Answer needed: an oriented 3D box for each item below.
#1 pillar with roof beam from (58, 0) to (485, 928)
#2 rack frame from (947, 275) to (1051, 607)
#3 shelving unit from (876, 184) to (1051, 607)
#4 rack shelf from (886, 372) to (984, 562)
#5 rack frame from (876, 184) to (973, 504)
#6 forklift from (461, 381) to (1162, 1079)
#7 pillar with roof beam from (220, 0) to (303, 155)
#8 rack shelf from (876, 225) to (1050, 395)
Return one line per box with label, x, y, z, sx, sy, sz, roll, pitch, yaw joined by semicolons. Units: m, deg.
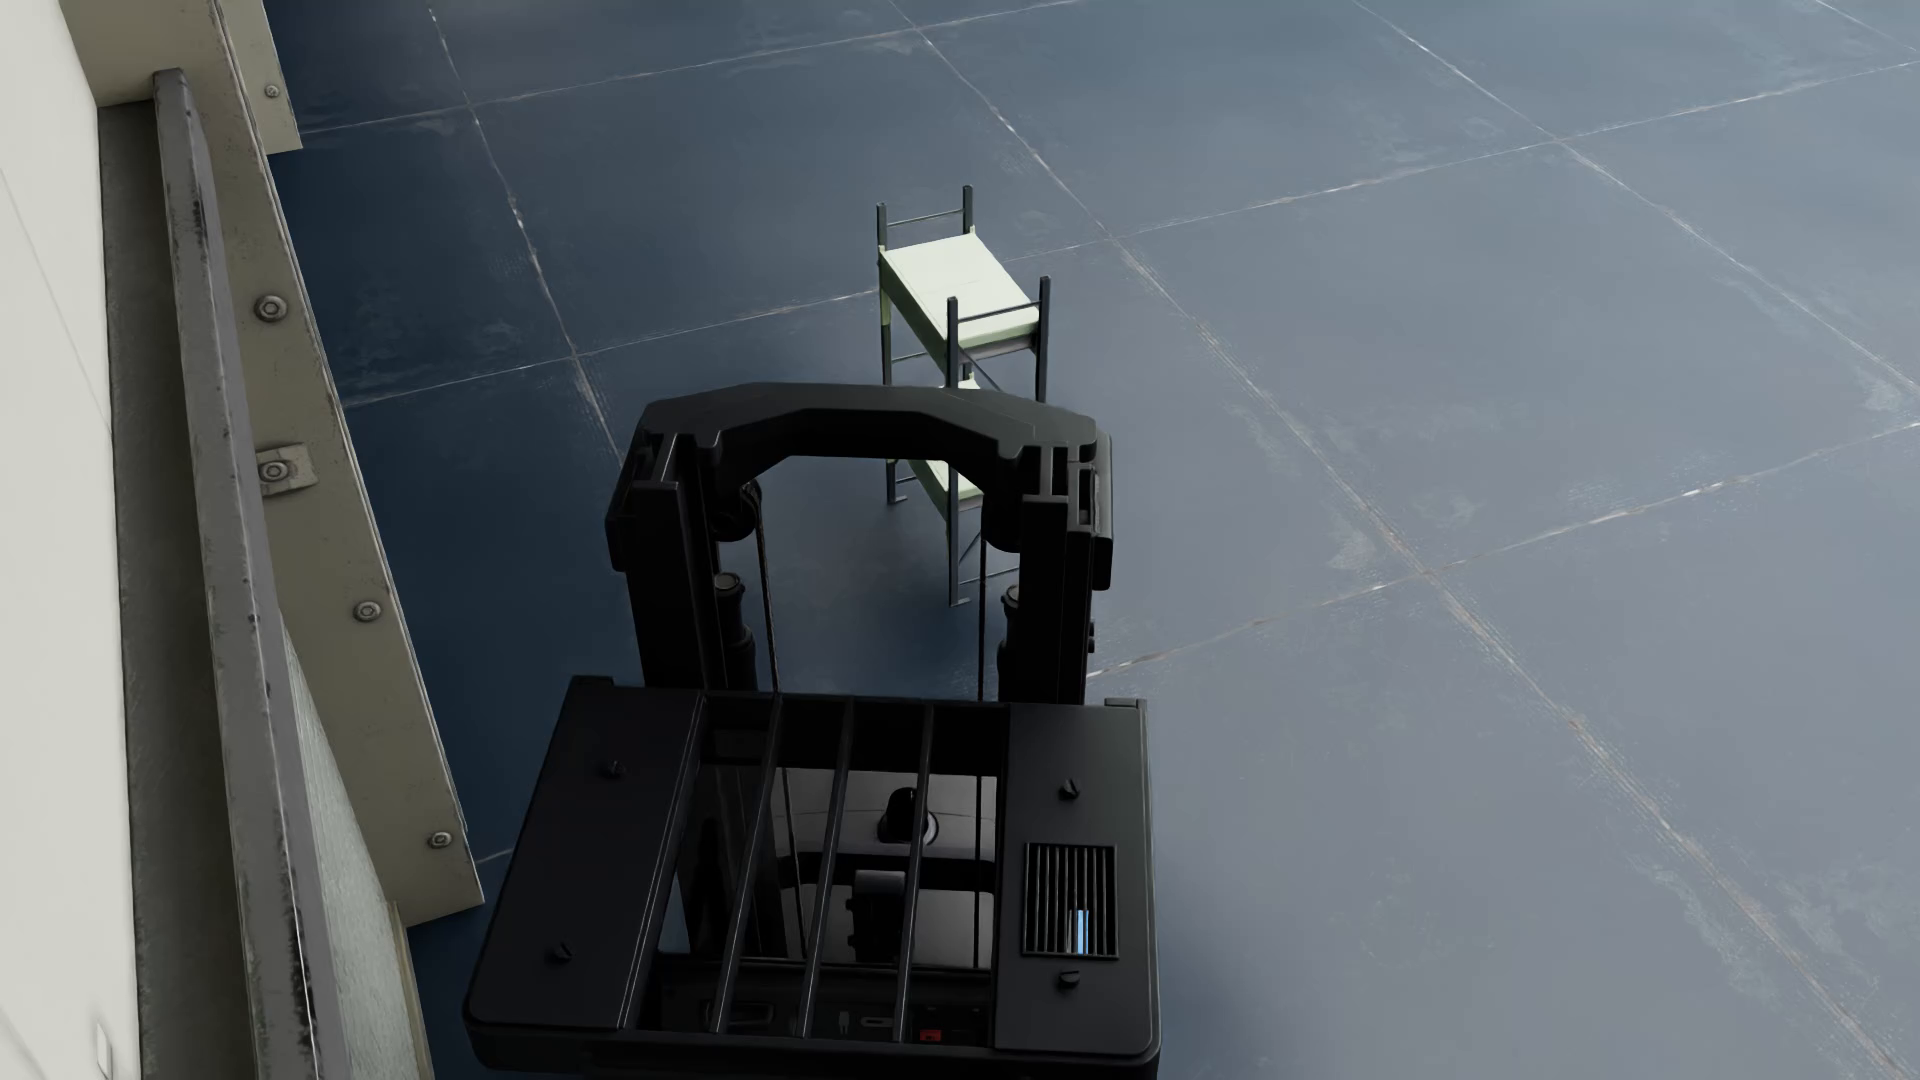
pillar with roof beam;2.107;-3.305;4.191;9.100;9.000;0.400;-15;43;-17
rack frame;0.143;-0.344;6.500;0.400;1.500;0.023;-15;43;-17
shelving unit;0.003;-0.565;6.756;0.431;1.500;0.755;-15;43;-17
rack shelf;0.003;-0.317;6.969;0.431;0.370;0.720;-15;43;-17
rack frame;-0.137;-0.785;7.013;0.400;1.500;0.023;-15;43;-17
forklift;-0.210;1.252;3.546;1.130;2.935;3.031;2;41;3
pillar with roof beam;-0.188;-6.919;8.394;9.100;9.000;0.400;-15;43;-17
rack shelf;0.003;-0.861;6.502;0.431;0.370;0.720;-15;43;-17
